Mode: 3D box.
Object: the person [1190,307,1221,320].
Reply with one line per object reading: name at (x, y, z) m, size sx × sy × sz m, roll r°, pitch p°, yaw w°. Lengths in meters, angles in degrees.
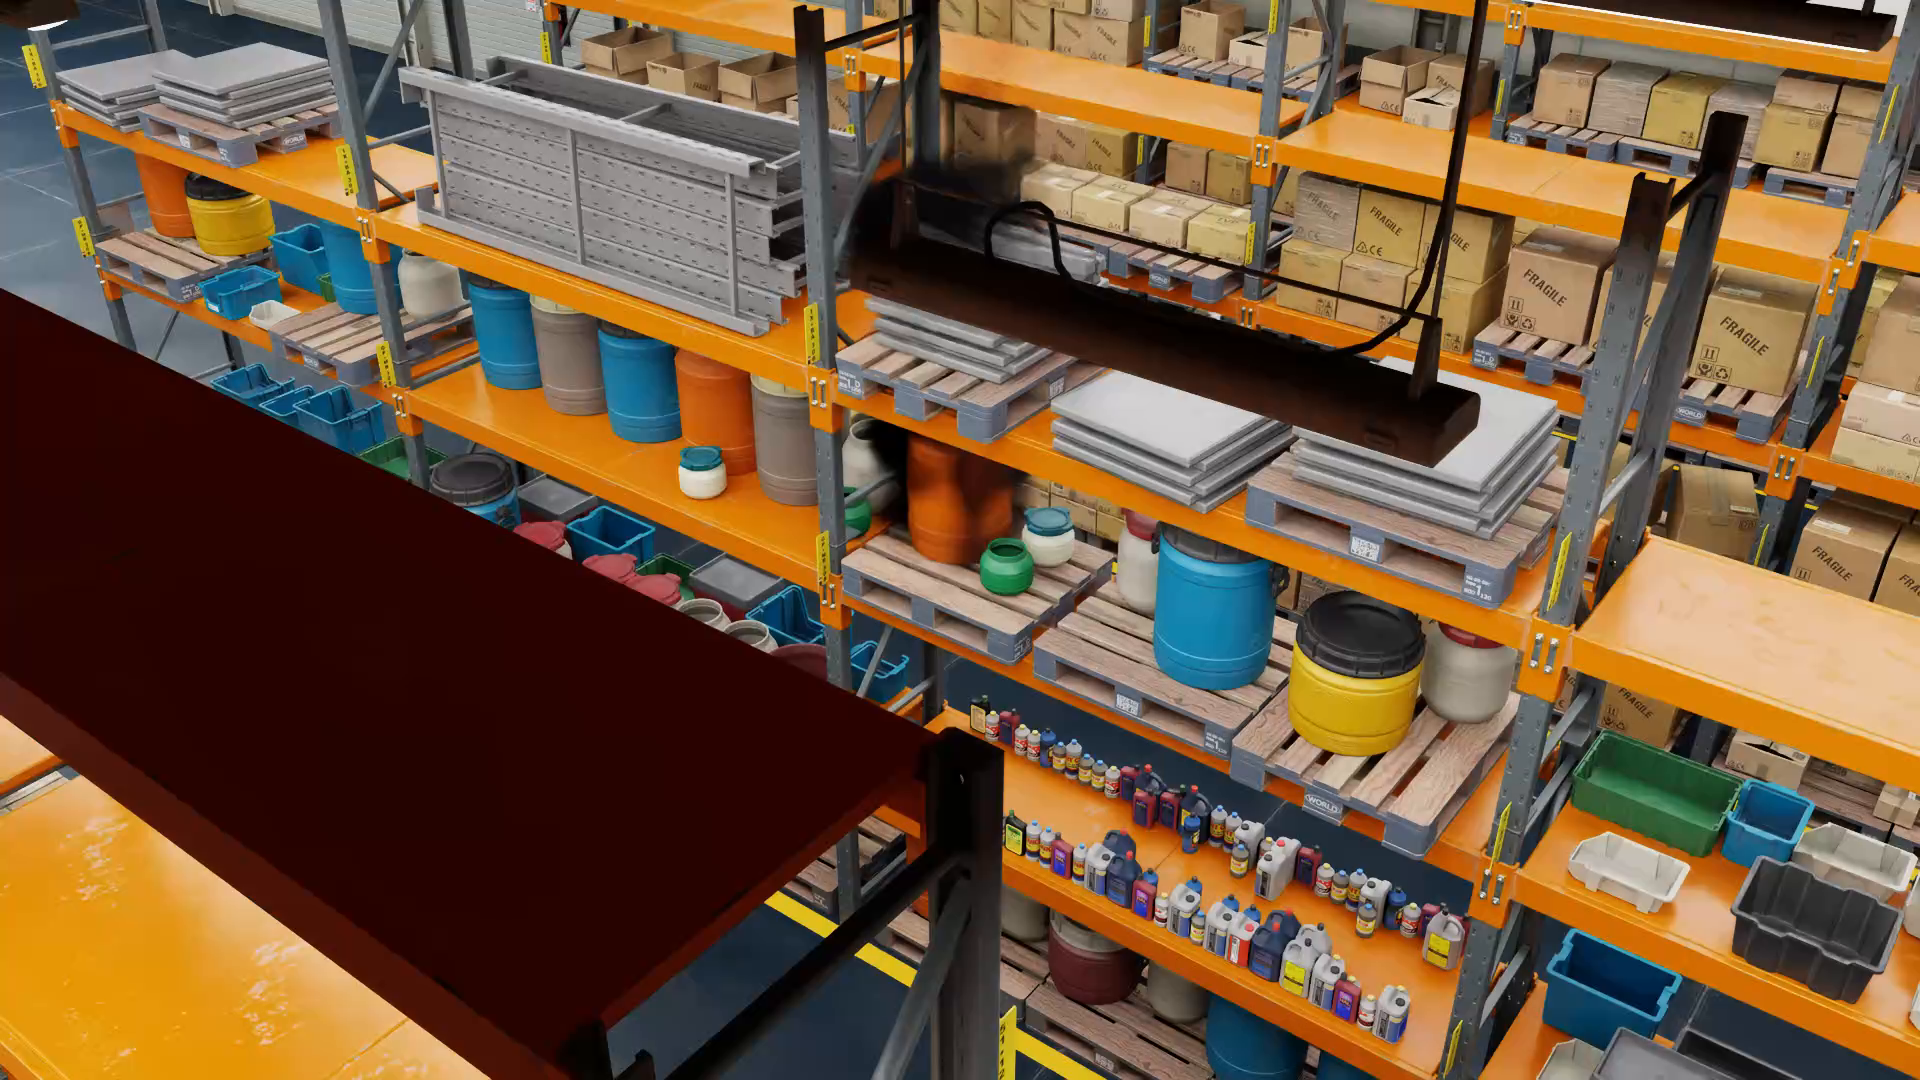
person at (2.480, -1.943, 16.827) m, size 0.904 × 1.695 × 0.580 m, roll 13°, pitch 34°, yaw 21°
